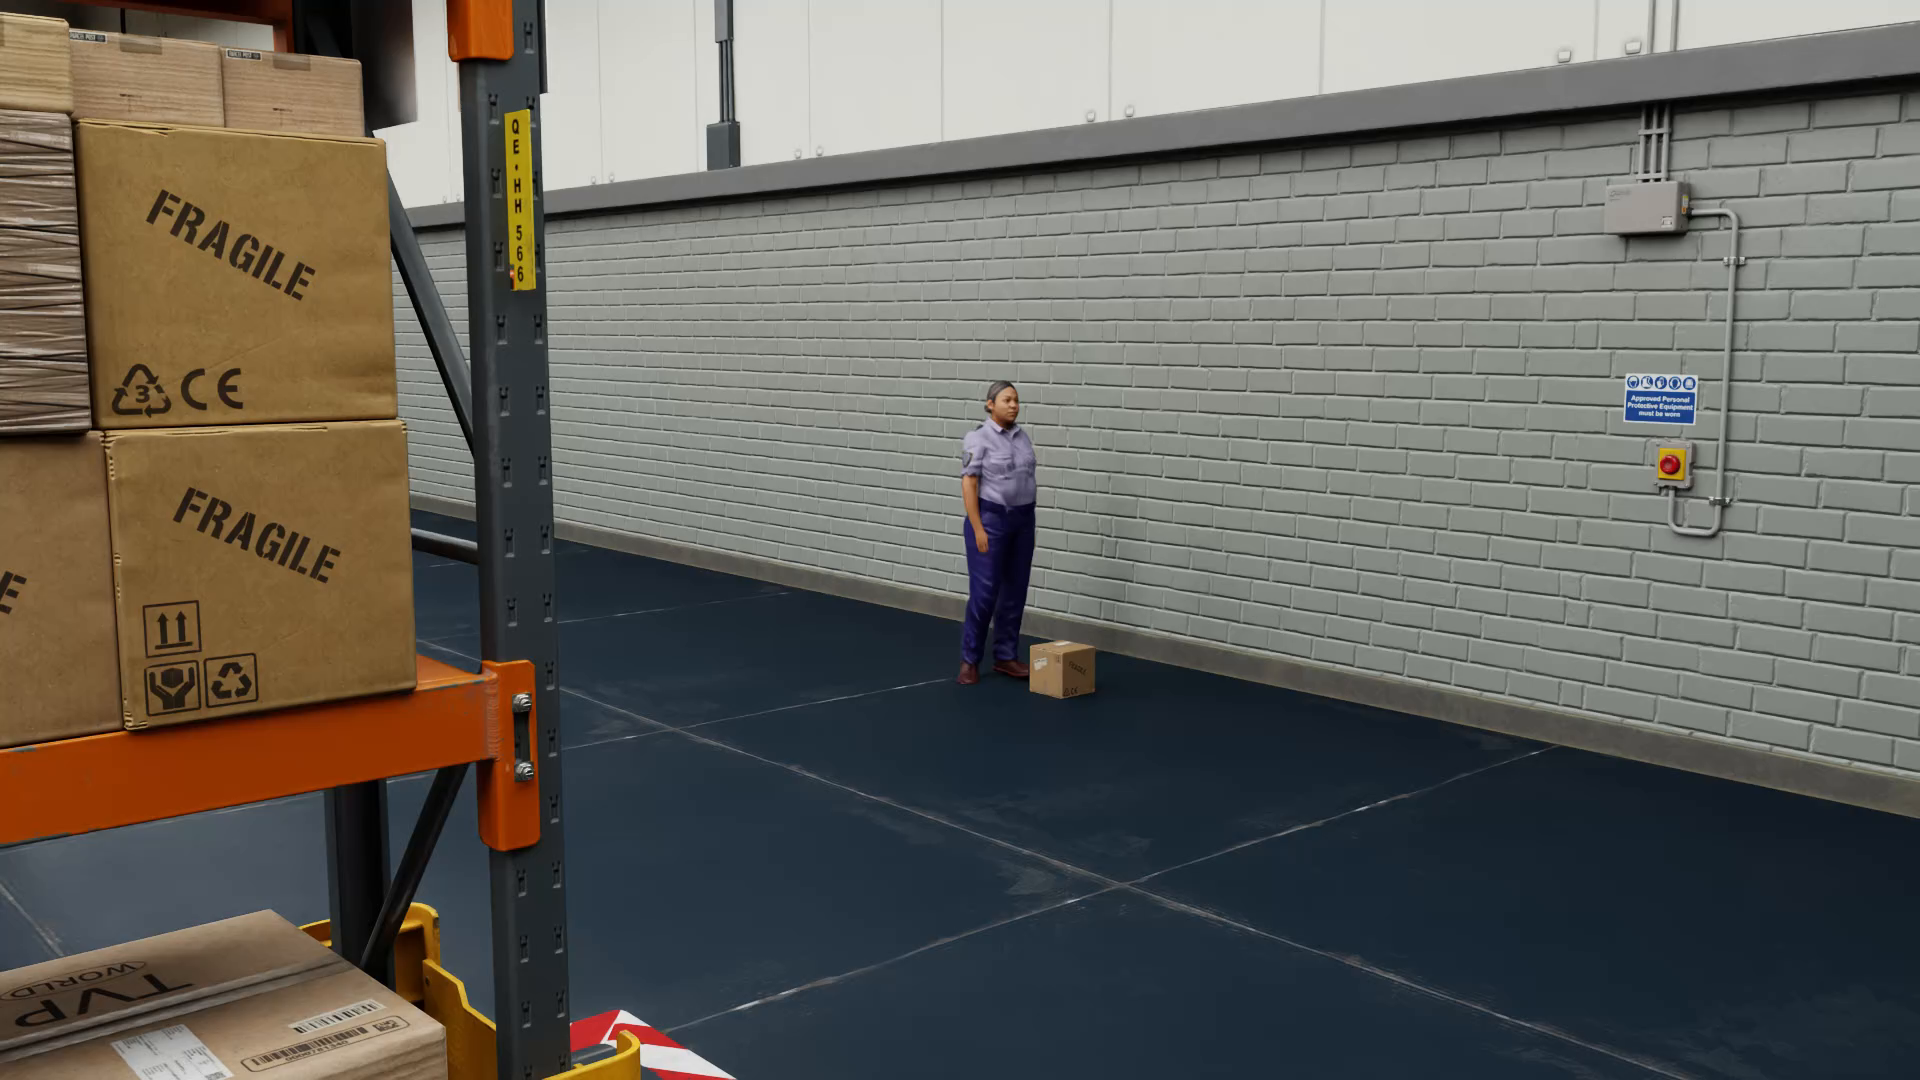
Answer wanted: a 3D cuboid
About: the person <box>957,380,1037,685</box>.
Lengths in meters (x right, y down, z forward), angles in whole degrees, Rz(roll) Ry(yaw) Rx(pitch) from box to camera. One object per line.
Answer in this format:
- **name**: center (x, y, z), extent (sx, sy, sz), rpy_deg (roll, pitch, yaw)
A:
- **person**: center (0.203, -0.043, 9.183), extent (0.517, 1.672, 0.377), rpy_deg (-7, 10, -41)
